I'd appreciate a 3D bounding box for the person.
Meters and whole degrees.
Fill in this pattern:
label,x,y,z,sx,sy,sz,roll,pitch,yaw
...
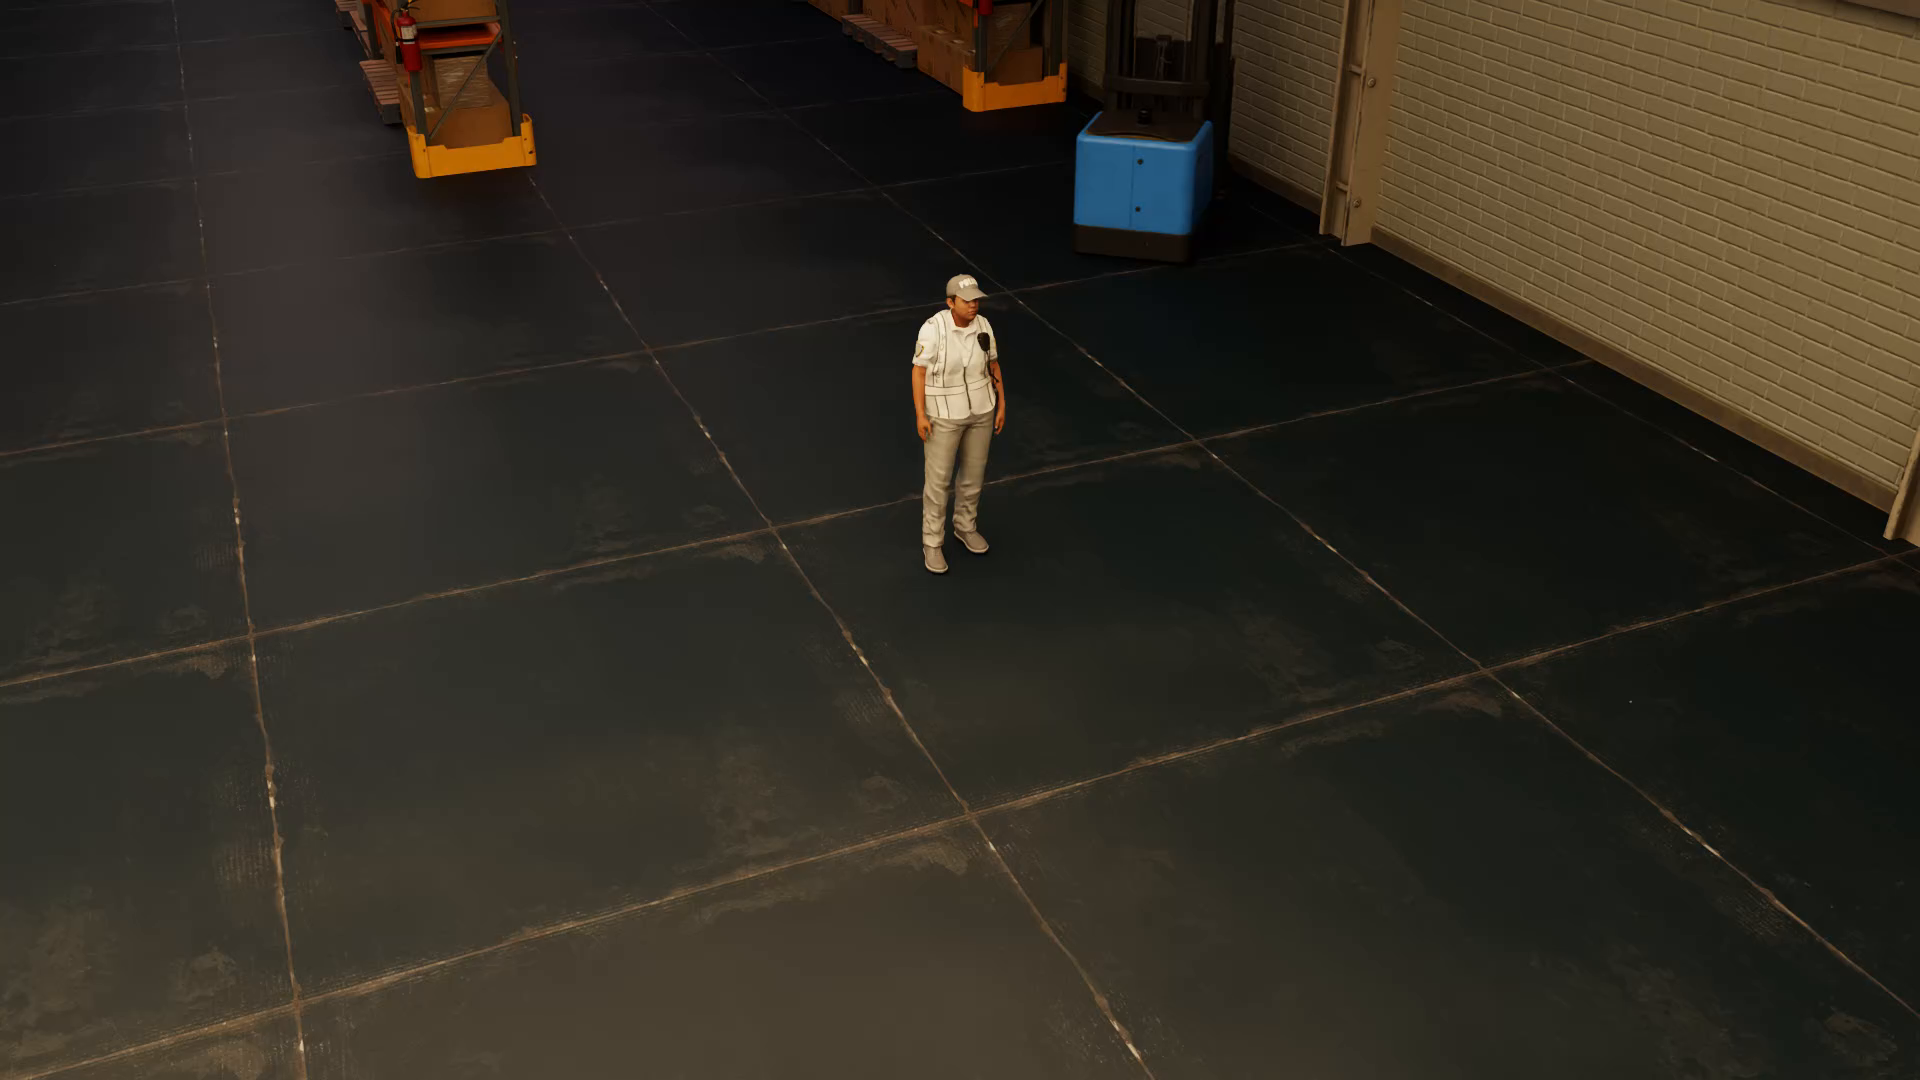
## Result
label,x,y,z,sx,sy,sz,roll,pitch,yaw
person,0.010,-0.686,9.589,0.598,1.660,0.529,-12,32,-20

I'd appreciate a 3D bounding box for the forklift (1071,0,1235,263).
label,x,y,z,sx,sy,sz,roll,pitch,yaw
forklift,1.882,-4.327,14.687,1.130,2.935,3.031,9,31,15
